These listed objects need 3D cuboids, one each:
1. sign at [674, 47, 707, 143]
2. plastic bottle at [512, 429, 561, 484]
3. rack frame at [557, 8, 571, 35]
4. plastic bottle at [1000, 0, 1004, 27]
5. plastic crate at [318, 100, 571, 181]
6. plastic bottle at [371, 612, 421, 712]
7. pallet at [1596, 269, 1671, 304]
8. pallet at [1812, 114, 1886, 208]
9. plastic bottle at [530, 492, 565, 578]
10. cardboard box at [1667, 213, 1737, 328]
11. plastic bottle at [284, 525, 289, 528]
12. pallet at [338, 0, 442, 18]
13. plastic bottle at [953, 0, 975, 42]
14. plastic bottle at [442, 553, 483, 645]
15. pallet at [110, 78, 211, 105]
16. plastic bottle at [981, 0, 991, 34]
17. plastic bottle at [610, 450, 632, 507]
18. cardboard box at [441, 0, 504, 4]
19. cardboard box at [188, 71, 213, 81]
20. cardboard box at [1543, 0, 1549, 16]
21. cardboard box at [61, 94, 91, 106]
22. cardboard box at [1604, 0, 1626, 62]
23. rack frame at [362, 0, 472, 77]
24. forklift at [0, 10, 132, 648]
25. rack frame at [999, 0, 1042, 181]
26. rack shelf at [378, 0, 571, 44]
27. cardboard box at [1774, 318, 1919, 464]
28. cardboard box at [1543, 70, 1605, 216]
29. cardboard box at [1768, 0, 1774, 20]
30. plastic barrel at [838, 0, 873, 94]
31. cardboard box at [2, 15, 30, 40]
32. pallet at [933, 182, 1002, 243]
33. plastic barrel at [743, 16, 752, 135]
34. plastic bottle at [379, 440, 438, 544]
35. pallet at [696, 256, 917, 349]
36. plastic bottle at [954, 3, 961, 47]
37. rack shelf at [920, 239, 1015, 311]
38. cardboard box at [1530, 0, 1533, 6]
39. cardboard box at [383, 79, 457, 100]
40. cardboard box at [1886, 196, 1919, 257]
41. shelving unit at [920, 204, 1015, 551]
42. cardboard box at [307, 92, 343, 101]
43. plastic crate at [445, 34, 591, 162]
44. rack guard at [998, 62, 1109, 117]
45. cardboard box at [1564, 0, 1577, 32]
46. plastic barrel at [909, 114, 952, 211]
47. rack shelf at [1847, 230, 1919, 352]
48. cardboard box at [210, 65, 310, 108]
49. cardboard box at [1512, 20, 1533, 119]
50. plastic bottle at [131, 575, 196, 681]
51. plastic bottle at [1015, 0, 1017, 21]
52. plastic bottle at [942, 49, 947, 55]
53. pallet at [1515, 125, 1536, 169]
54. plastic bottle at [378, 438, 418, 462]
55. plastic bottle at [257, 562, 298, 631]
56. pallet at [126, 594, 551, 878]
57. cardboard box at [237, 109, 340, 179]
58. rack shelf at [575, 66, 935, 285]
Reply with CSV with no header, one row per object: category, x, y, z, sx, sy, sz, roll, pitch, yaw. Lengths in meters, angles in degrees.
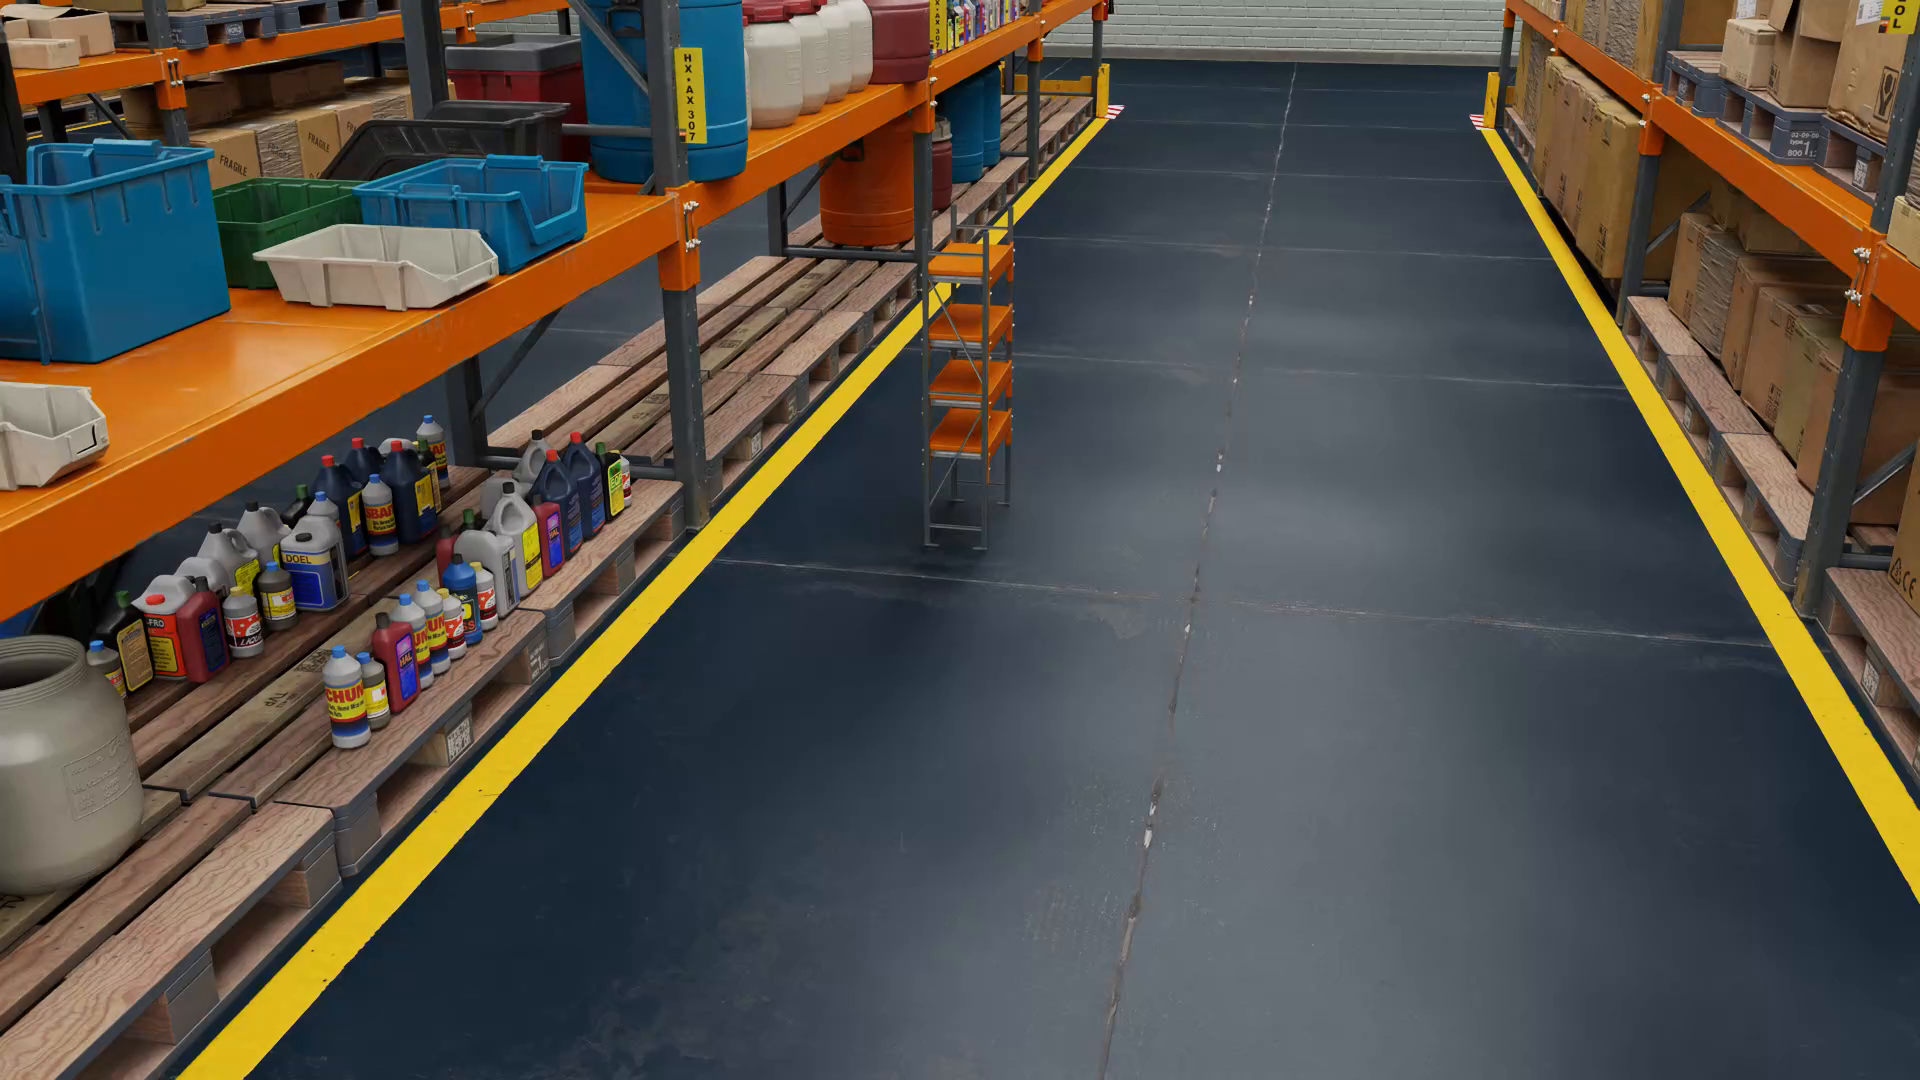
sign,-0.946,-1.560,5.842,0.100,0.325,0.005,4,22,11
plastic bottle,-1.473,-0.207,5.809,0.144,0.351,0.185,4,22,11
rack frame,-3.882,-6.246,17.846,1.000,3.000,0.127,4,22,11
plastic bottle,0.245,-3.952,12.218,0.144,0.351,0.185,4,22,11
plastic crate,-1.714,-1.267,5.568,0.767,0.338,0.504,4,22,11
plastic bottle,-1.559,0.320,4.591,0.061,0.283,0.133,5,22,12
pallet,4.417,-1.552,9.926,1.003,0.211,1.213,4,22,11
pallet,3.665,-1.280,5.773,1.003,0.211,1.213,4,22,11
plastic bottle,-1.363,-0.032,5.464,0.061,0.283,0.133,6,23,14
cardboard box,4.066,-1.361,8.476,0.700,0.500,0.500,3,22,8
plastic bottle,-2.172,0.050,5.370,0.097,0.201,0.097,0,22,0
pallet,-4.968,-4.410,13.545,1.003,0.211,1.213,4,22,11
plastic bottle,0.022,-3.524,11.255,0.152,0.276,0.135,4,22,11
plastic bottle,-1.492,0.171,4.977,0.097,0.271,0.097,0,22,0
pallet,-8.819,-5.030,18.560,1.003,0.211,1.213,4,22,11
plastic bottle,0.134,-3.725,11.754,0.152,0.276,0.135,4,22,11
plastic bottle,-1.251,-0.228,6.060,0.097,0.201,0.097,0,22,0
cardboard box,-4.327,-4.995,14.606,0.500,0.500,0.500,5,22,12
cardboard box,-8.777,-5.394,18.514,0.700,0.500,0.500,4,22,11
cardboard box,4.845,-4.234,13.188,0.380,0.149,0.250,4,22,10
cardboard box,-9.190,-4.643,16.652,0.700,0.500,0.500,4,22,10
cardboard box,4.251,-3.181,10.103,0.500,0.500,0.500,4,22,9
rack frame,-4.698,-4.783,14.214,1.000,3.000,0.127,4,22,11
forklift,-3.595,-1.219,5.458,1.130,2.935,3.031,-6,23,-15
rack frame,0.150,-4.404,13.273,1.000,3.000,0.127,4,22,11
rack shelf,-4.290,-5.180,16.164,1.077,0.370,4.000,4,22,11
cardboard box,3.629,-0.541,6.439,0.700,0.500,0.500,4,22,11
cardboard box,4.706,-2.673,11.257,1.225,0.875,0.875,4,22,9
cardboard box,4.096,-2.392,7.582,0.700,0.500,0.500,8,23,19
plastic barrel,-0.667,-2.600,8.645,0.421,0.512,0.421,0,22,0
cardboard box,-5.887,-2.966,9.823,0.500,0.311,0.500,4,22,10
pallet,-0.295,-2.384,11.990,1.003,0.211,1.213,4,22,11
plastic barrel,-1.072,-1.874,6.810,0.433,0.535,0.433,0,22,0
plastic bottle,-1.912,-0.179,5.739,0.144,0.351,0.185,4,22,11
pallet,-0.862,-1.367,9.465,1.003,0.211,1.213,4,22,11
plastic bottle,-0.042,-3.357,10.847,0.097,0.271,0.097,0,22,0
rack shelf,0.034,-0.982,6.133,0.258,0.148,0.480,4,22,11
cardboard box,5.055,-4.609,14.119,0.380,0.149,0.250,5,22,12
cardboard box,-4.518,-3.625,14.096,0.500,0.500,0.500,4,22,11
cardboard box,3.028,-0.928,4.979,0.380,0.149,0.250,4,22,11
shelving unit,0.034,-0.617,6.280,0.258,1.200,0.503,4,22,11
cardboard box,-5.243,-3.291,13.267,0.500,0.500,0.500,5,22,12
plastic crate,-1.683,-1.708,6.494,0.402,0.464,0.583,4,22,11
rack guard,0.959,-4.717,17.396,1.175,0.500,0.348,4,22,11
cardboard box,4.660,-3.923,11.946,0.500,0.500,0.500,5,22,11
plastic barrel,-0.352,-2.610,11.486,0.600,0.588,0.708,4,22,11
rack shelf,2.958,-0.035,3.389,1.077,0.370,4.000,4,22,11
cardboard box,-5.341,-3.468,12.702,0.500,0.250,0.500,4,22,10
cardboard box,5.763,-4.458,15.690,0.875,0.875,0.875,4,22,11
plastic bottle,-2.275,0.249,4.777,0.152,0.276,0.135,5,22,11
plastic bottle,0.389,-4.098,12.780,0.097,0.201,0.097,0,22,0
plastic bottle,-0.167,-3.186,10.416,0.152,0.276,0.135,4,22,11
pallet,5.477,-3.452,14.643,1.003,0.211,1.213,4,22,11
plastic bottle,-2.016,-0.215,5.930,0.152,0.276,0.135,5,23,13
plastic bottle,-2.089,0.165,5.085,0.097,0.201,0.097,0,22,0
pallet,-1.907,0.505,4.816,1.003,0.211,1.213,4,22,11
cardboard box,-4.933,-2.884,12.256,0.500,0.500,0.500,4,22,10
rack shelf,-1.074,-1.876,7.959,1.077,0.370,4.000,4,22,11
